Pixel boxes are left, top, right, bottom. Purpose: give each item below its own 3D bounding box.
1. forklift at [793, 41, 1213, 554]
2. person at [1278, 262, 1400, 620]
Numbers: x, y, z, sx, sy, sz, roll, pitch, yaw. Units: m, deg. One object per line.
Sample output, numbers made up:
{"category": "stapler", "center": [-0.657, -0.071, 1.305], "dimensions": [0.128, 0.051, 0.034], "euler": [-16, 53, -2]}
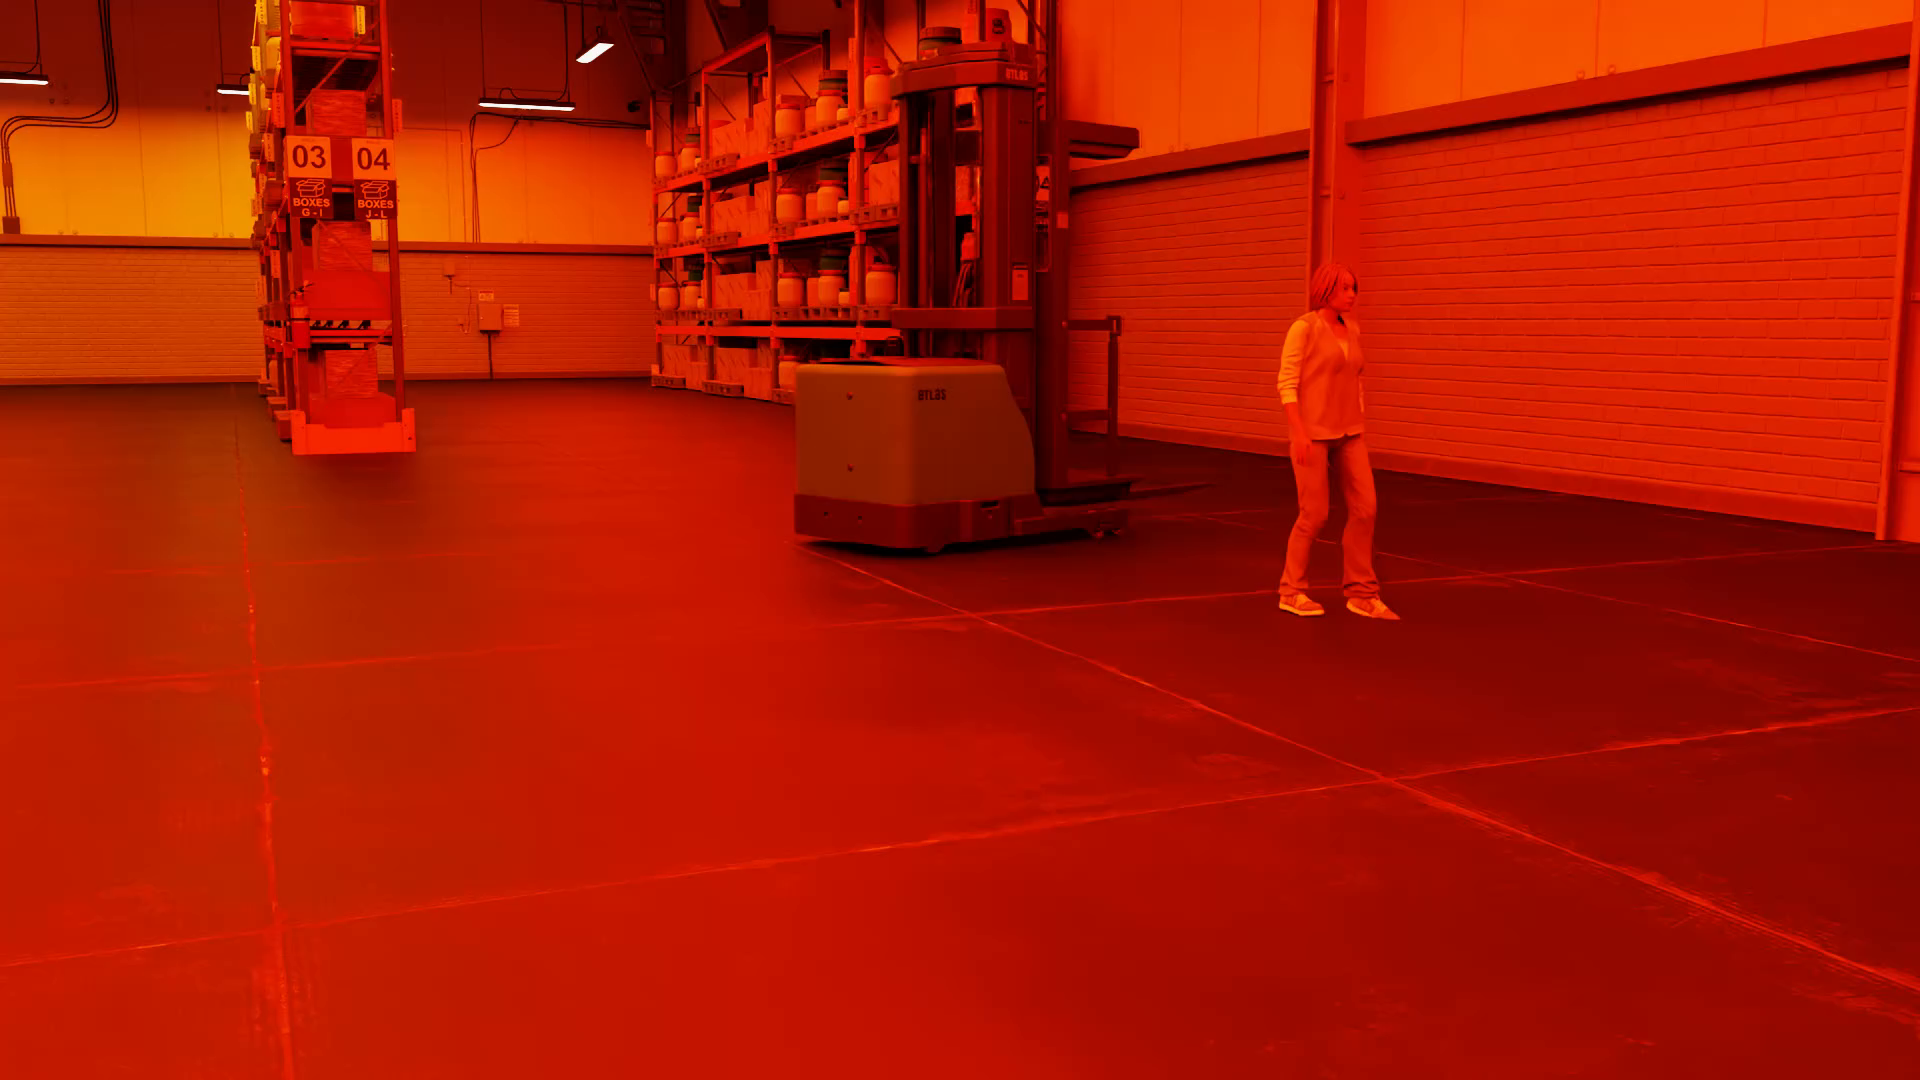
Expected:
{"category": "forklift", "center": [0.417, -1.515, 10.432], "dimensions": [3.031, 2.935, 1.130], "euler": [-7, 10, -43]}
{"category": "person", "center": [1.675, -0.427, 7.455], "dimensions": [0.494, 1.622, 0.477], "euler": [-4, 9, -30]}
